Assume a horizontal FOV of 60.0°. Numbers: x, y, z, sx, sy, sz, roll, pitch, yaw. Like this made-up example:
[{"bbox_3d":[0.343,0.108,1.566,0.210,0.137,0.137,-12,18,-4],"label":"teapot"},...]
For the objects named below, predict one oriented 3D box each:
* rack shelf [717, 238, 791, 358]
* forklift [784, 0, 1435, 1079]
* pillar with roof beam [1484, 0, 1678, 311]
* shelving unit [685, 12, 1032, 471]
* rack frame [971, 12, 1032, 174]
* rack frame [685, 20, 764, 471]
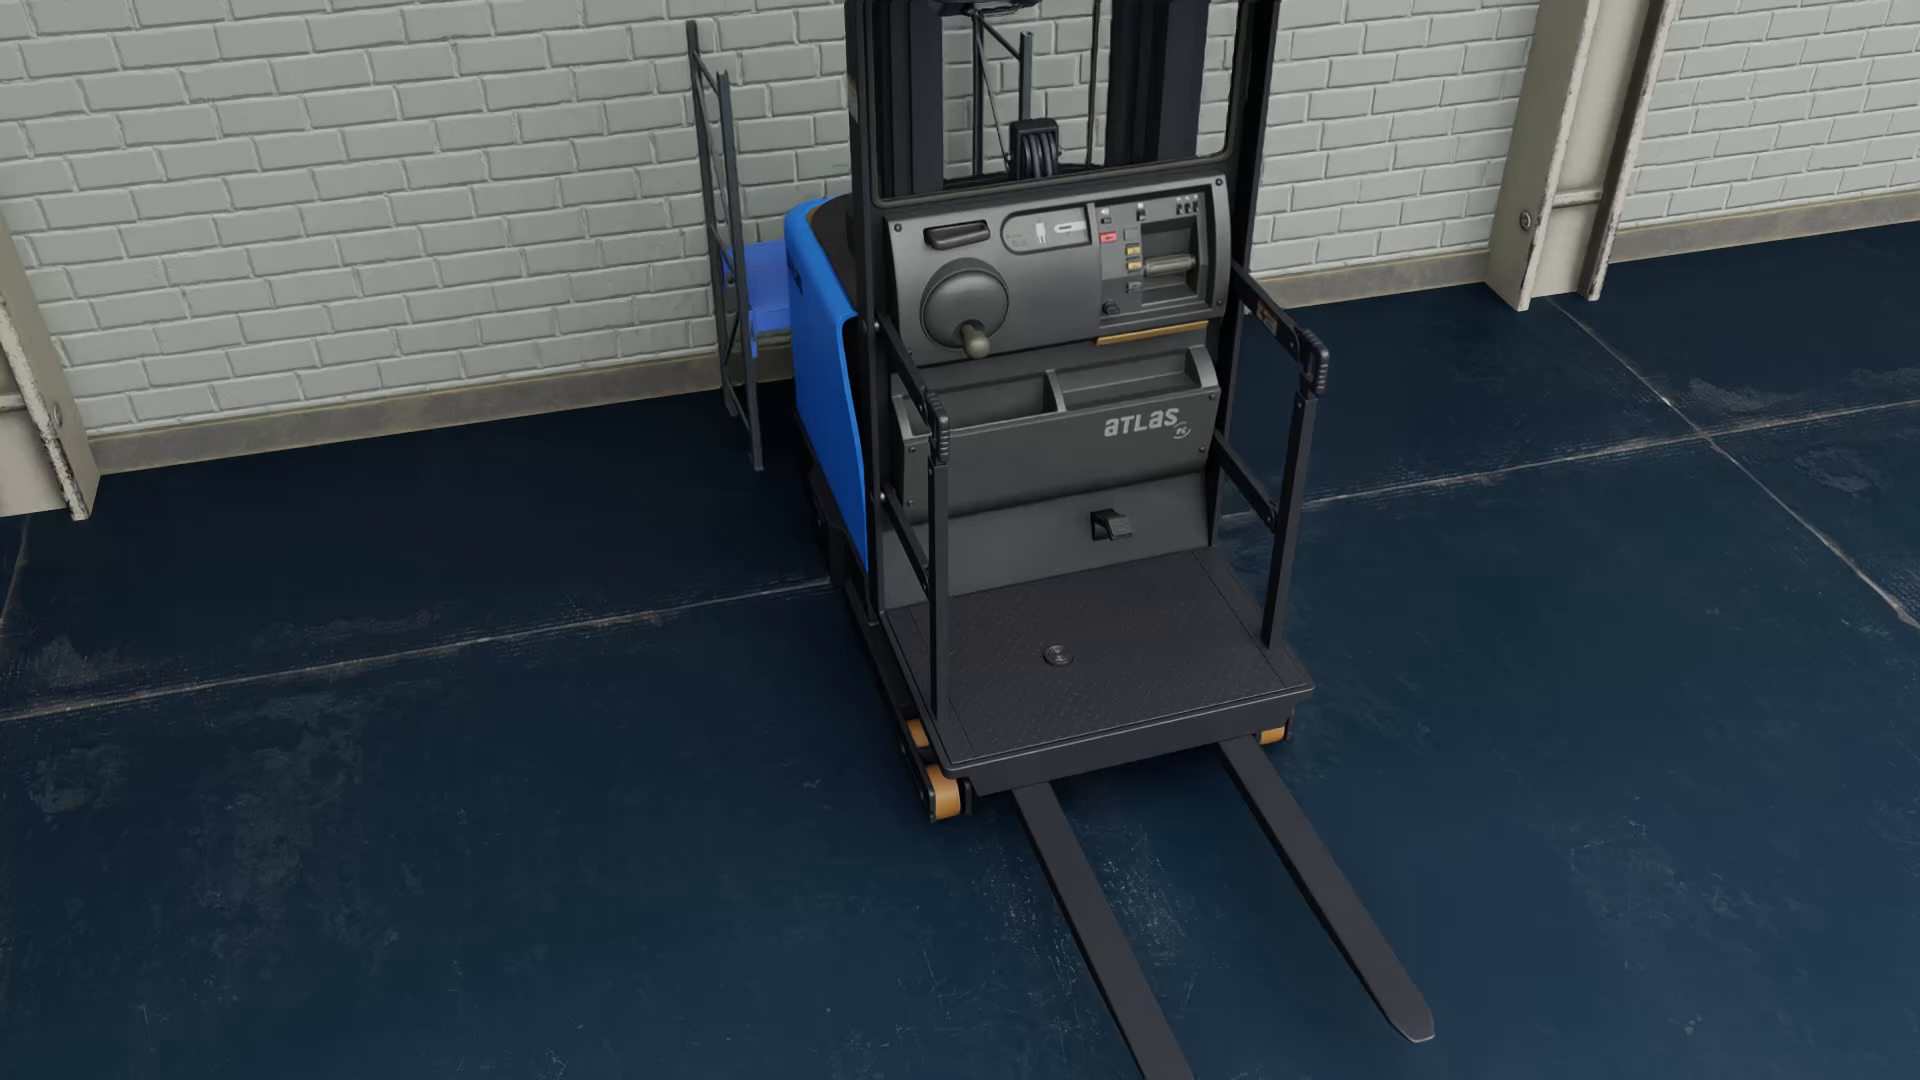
[{"bbox_3d":[-0.339,-0.955,6.060,1.000,0.185,0.538,-12,39,-16],"label":"rack shelf"},{"bbox_3d":[0.337,-0.647,4.183,1.130,2.935,3.031,-11,39,-14],"label":"forklift"},{"bbox_3d":[3.621,-2.135,1.134,0.400,9.000,9.100,-9,38,-12],"label":"pillar with roof beam"},{"bbox_3d":[-0.339,-1.098,5.951,1.048,1.500,0.538,-12,39,-16],"label":"shelving unit"},{"bbox_3d":[0.140,-1.202,6.087,0.032,1.500,0.500,-12,39,-16],"label":"rack frame"},{"bbox_3d":[-0.818,-0.994,5.815,0.032,1.500,0.500,-12,39,-16],"label":"rack frame"}]
